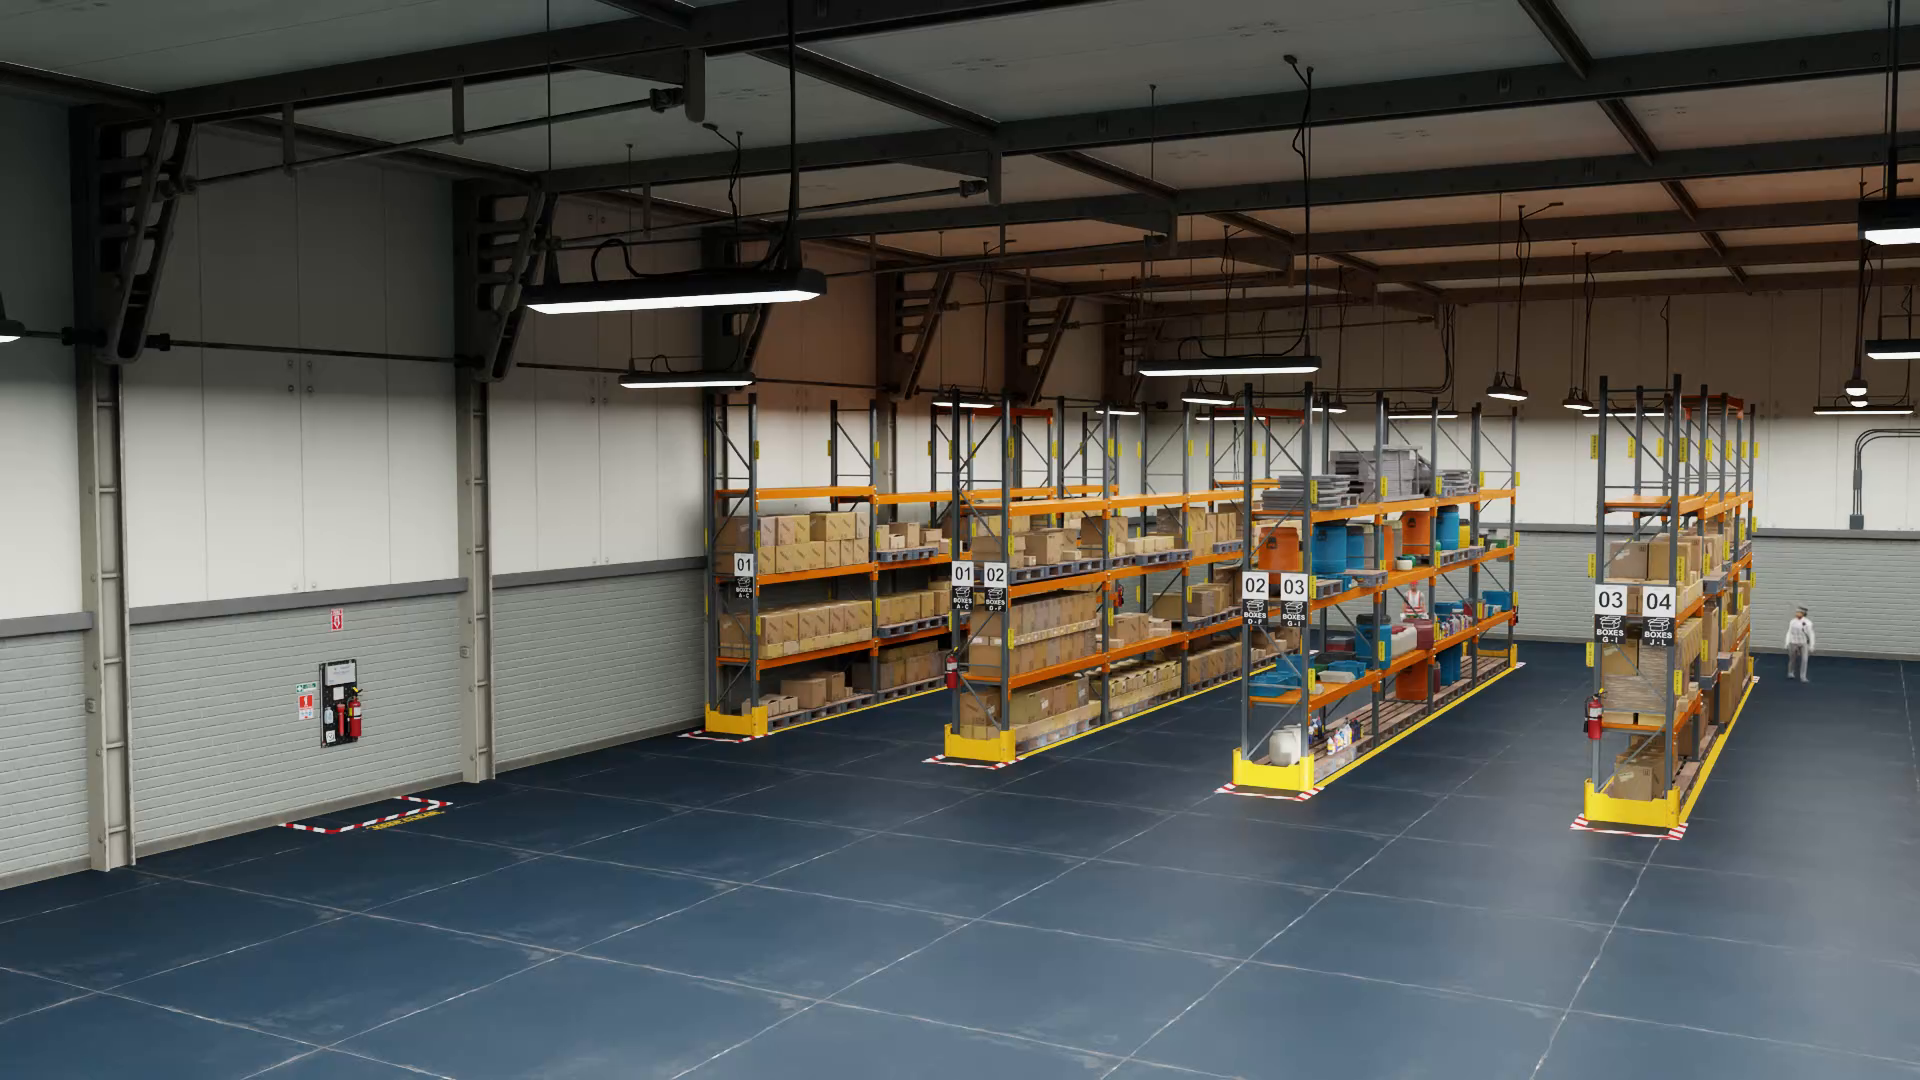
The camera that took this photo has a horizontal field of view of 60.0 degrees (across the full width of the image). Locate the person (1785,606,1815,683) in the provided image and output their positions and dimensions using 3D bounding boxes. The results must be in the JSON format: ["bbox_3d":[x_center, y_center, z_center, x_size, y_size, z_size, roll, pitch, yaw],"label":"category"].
[{"bbox_3d":[18.136,2.239,35.934,0.576,1.640,0.984,1,3,16],"label":"person"}]

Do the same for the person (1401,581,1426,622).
[{"bbox_3d":[11.228,1.884,41.179,0.595,1.800,0.525,1,3,17],"label":"person"}]

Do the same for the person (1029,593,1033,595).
[{"bbox_3d":[1.447,2.016,35.288,0.420,1.781,0.587,0,3,2],"label":"person"}]
